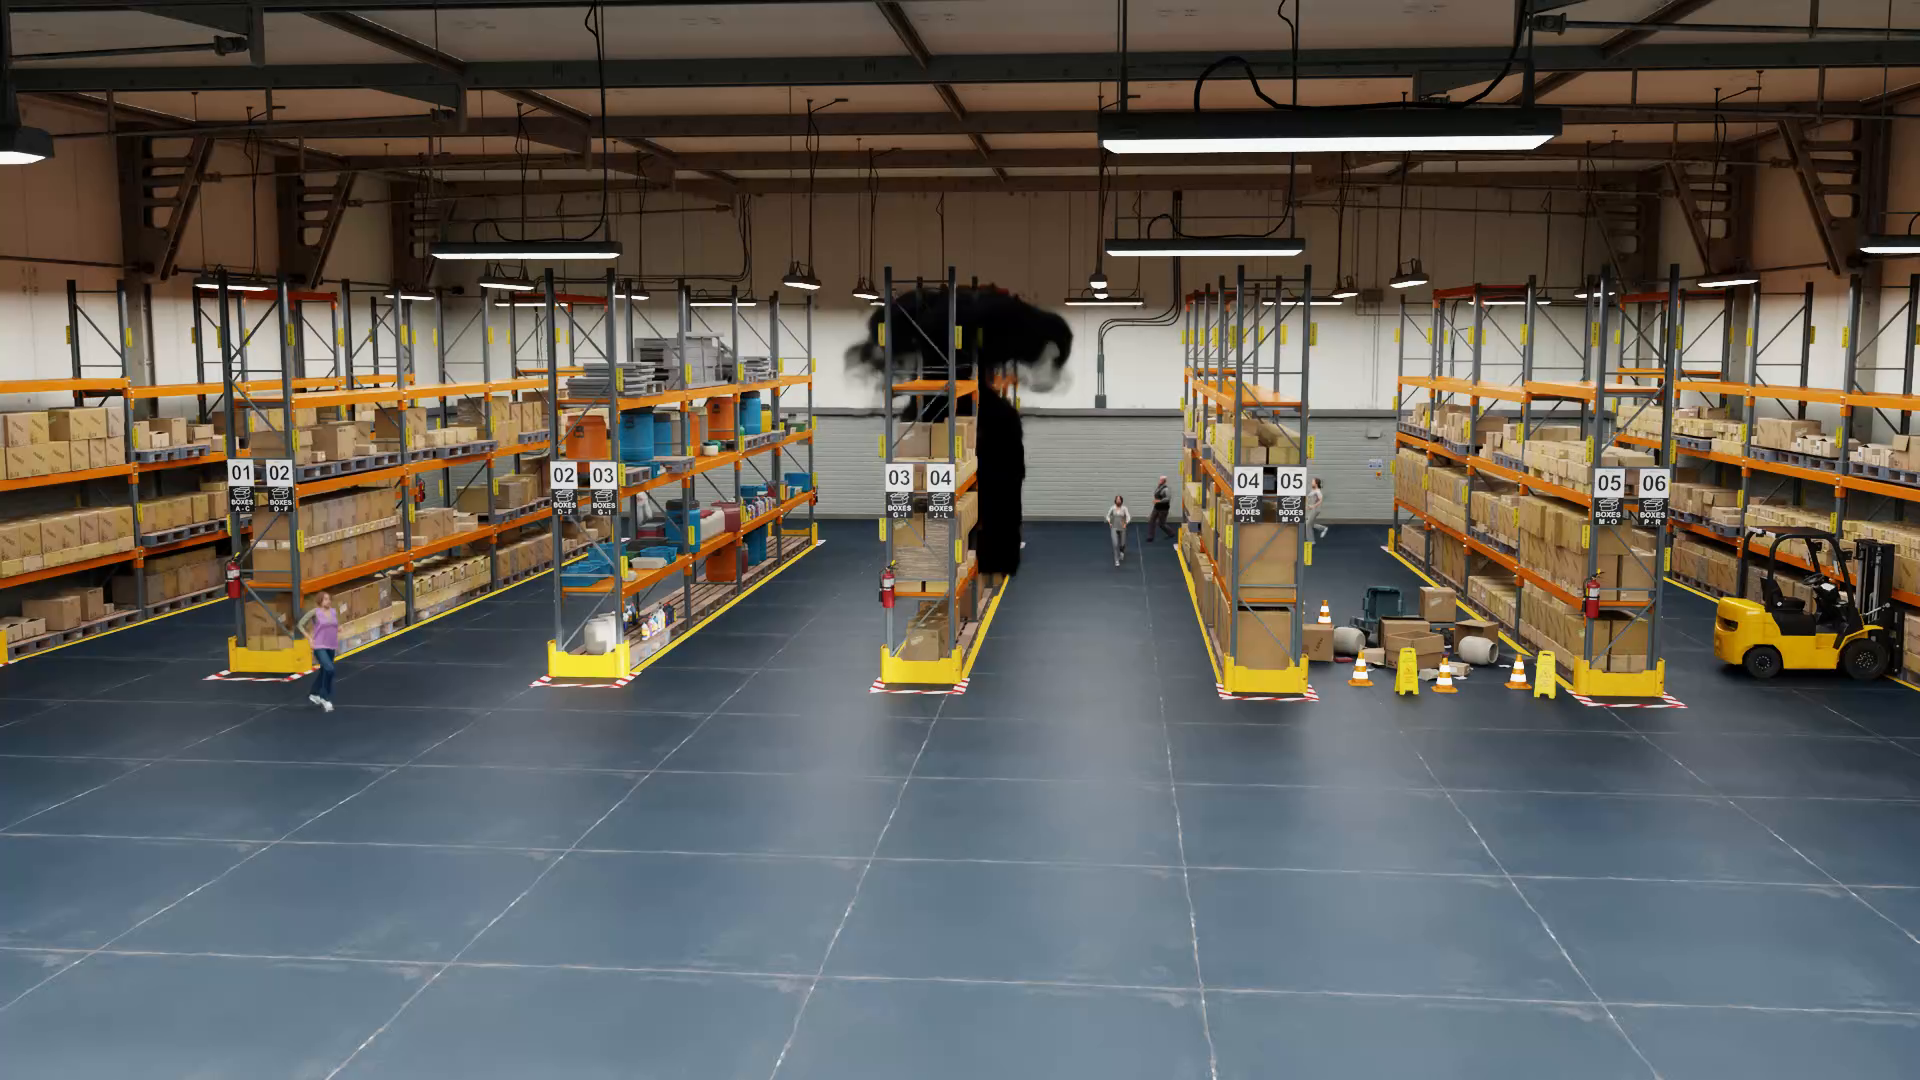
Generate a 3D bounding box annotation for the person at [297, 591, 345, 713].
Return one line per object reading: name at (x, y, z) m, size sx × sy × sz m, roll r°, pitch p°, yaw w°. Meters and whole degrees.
person at (-8.574, 1.503, 22.429) m, size 0.714 × 1.630 × 0.517 m, roll 4°, pitch 8°, yaw 30°

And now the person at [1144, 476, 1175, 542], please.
person at (4.980, -0.729, 40.638) m, size 0.801 × 1.715 × 0.768 m, roll -2°, pitch 7°, yaw -19°

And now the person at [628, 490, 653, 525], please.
person at (-7.991, -0.917, 41.602) m, size 0.694 × 1.739 × 0.525 m, roll -6°, pitch 9°, yaw -41°

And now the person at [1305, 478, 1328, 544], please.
person at (8.650, -0.695, 40.345) m, size 0.623 × 1.628 × 0.565 m, roll -1°, pitch 7°, yaw -4°

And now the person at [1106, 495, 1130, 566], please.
person at (3.487, -0.221, 36.702) m, size 0.535 × 1.548 × 0.567 m, roll 1°, pitch 7°, yaw 6°
